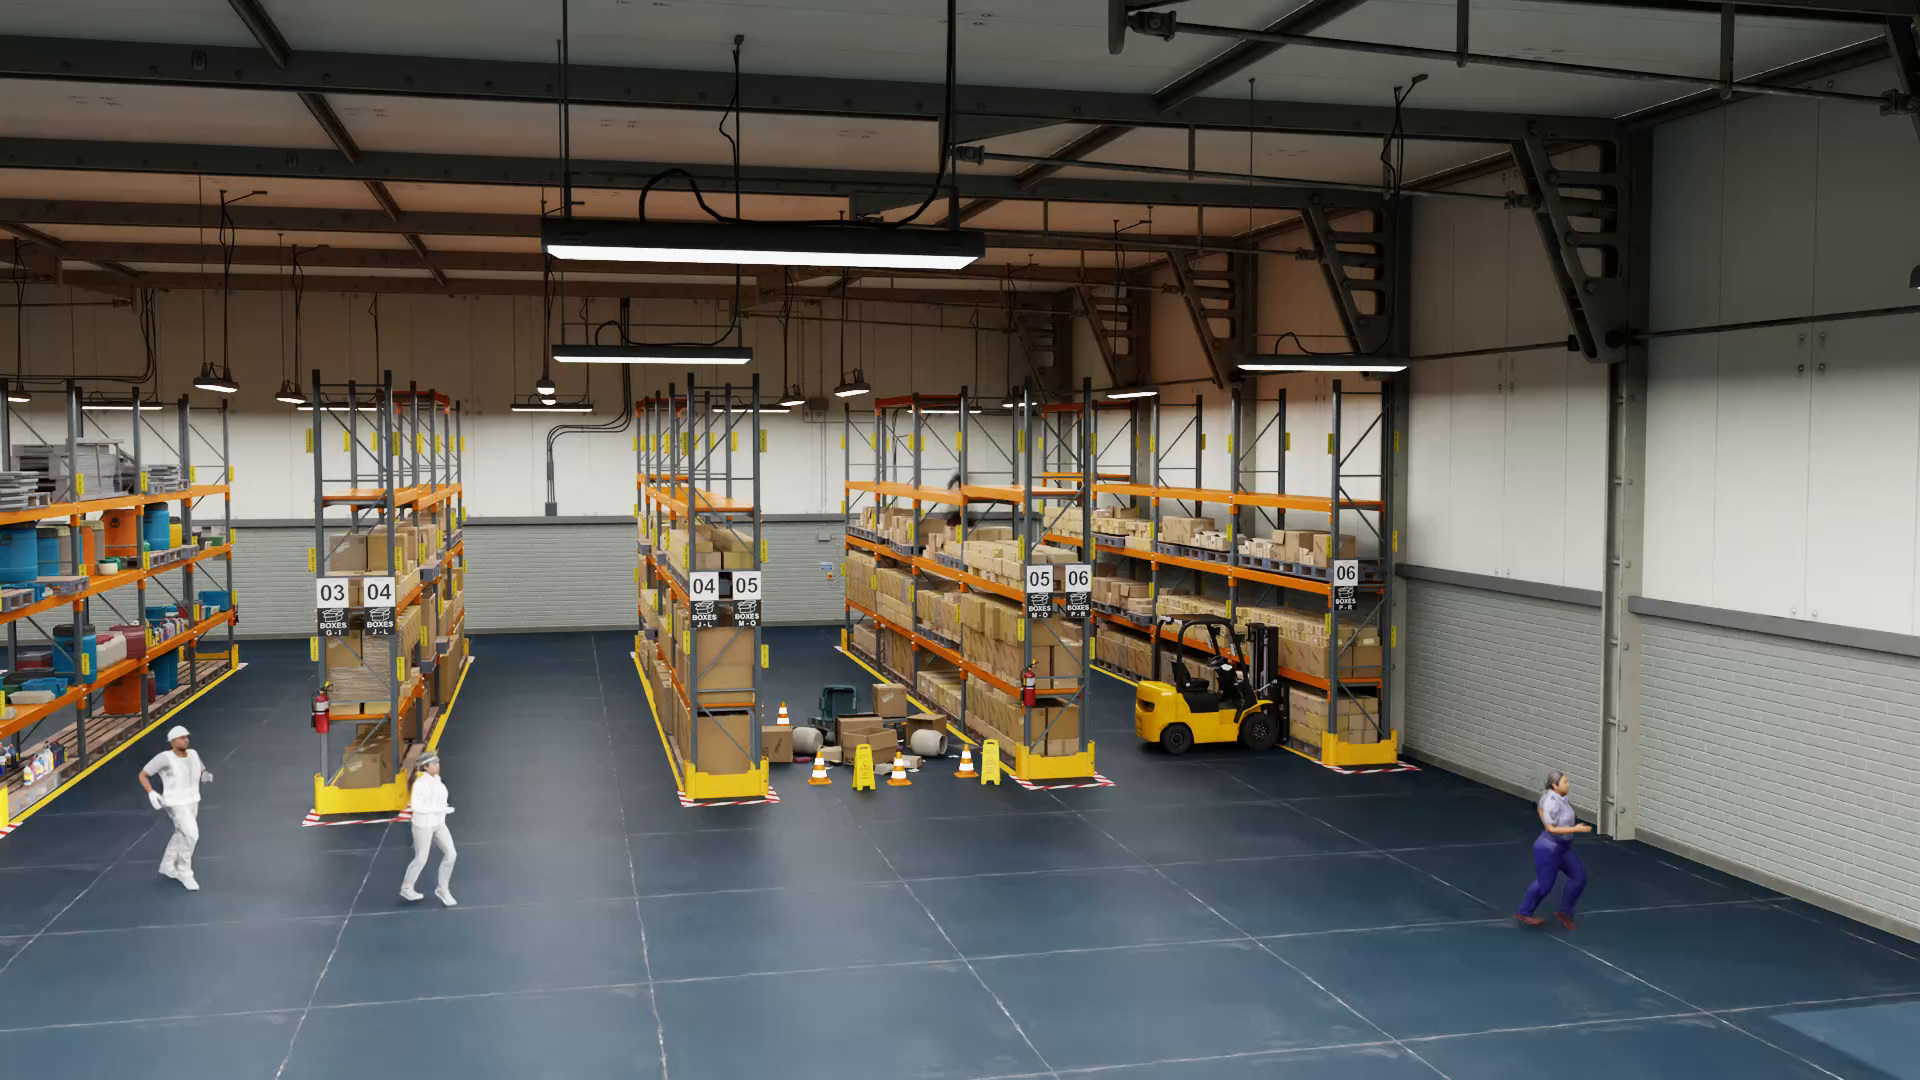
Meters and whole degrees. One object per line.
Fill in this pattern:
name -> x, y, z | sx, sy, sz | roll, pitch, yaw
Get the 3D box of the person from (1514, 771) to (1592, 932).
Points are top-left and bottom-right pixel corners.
person -> 6.115, 3.213, 17.072 | 0.759, 1.675, 0.554 | 3, 4, 37

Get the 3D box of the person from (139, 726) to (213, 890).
person -> -8.812, 3.024, 18.831 | 0.768, 1.839, 0.665 | 1, 3, 15

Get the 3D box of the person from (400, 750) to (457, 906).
person -> -5.755, 3.130, 18.004 | 0.735, 1.746, 0.593 | 1, 4, 20
